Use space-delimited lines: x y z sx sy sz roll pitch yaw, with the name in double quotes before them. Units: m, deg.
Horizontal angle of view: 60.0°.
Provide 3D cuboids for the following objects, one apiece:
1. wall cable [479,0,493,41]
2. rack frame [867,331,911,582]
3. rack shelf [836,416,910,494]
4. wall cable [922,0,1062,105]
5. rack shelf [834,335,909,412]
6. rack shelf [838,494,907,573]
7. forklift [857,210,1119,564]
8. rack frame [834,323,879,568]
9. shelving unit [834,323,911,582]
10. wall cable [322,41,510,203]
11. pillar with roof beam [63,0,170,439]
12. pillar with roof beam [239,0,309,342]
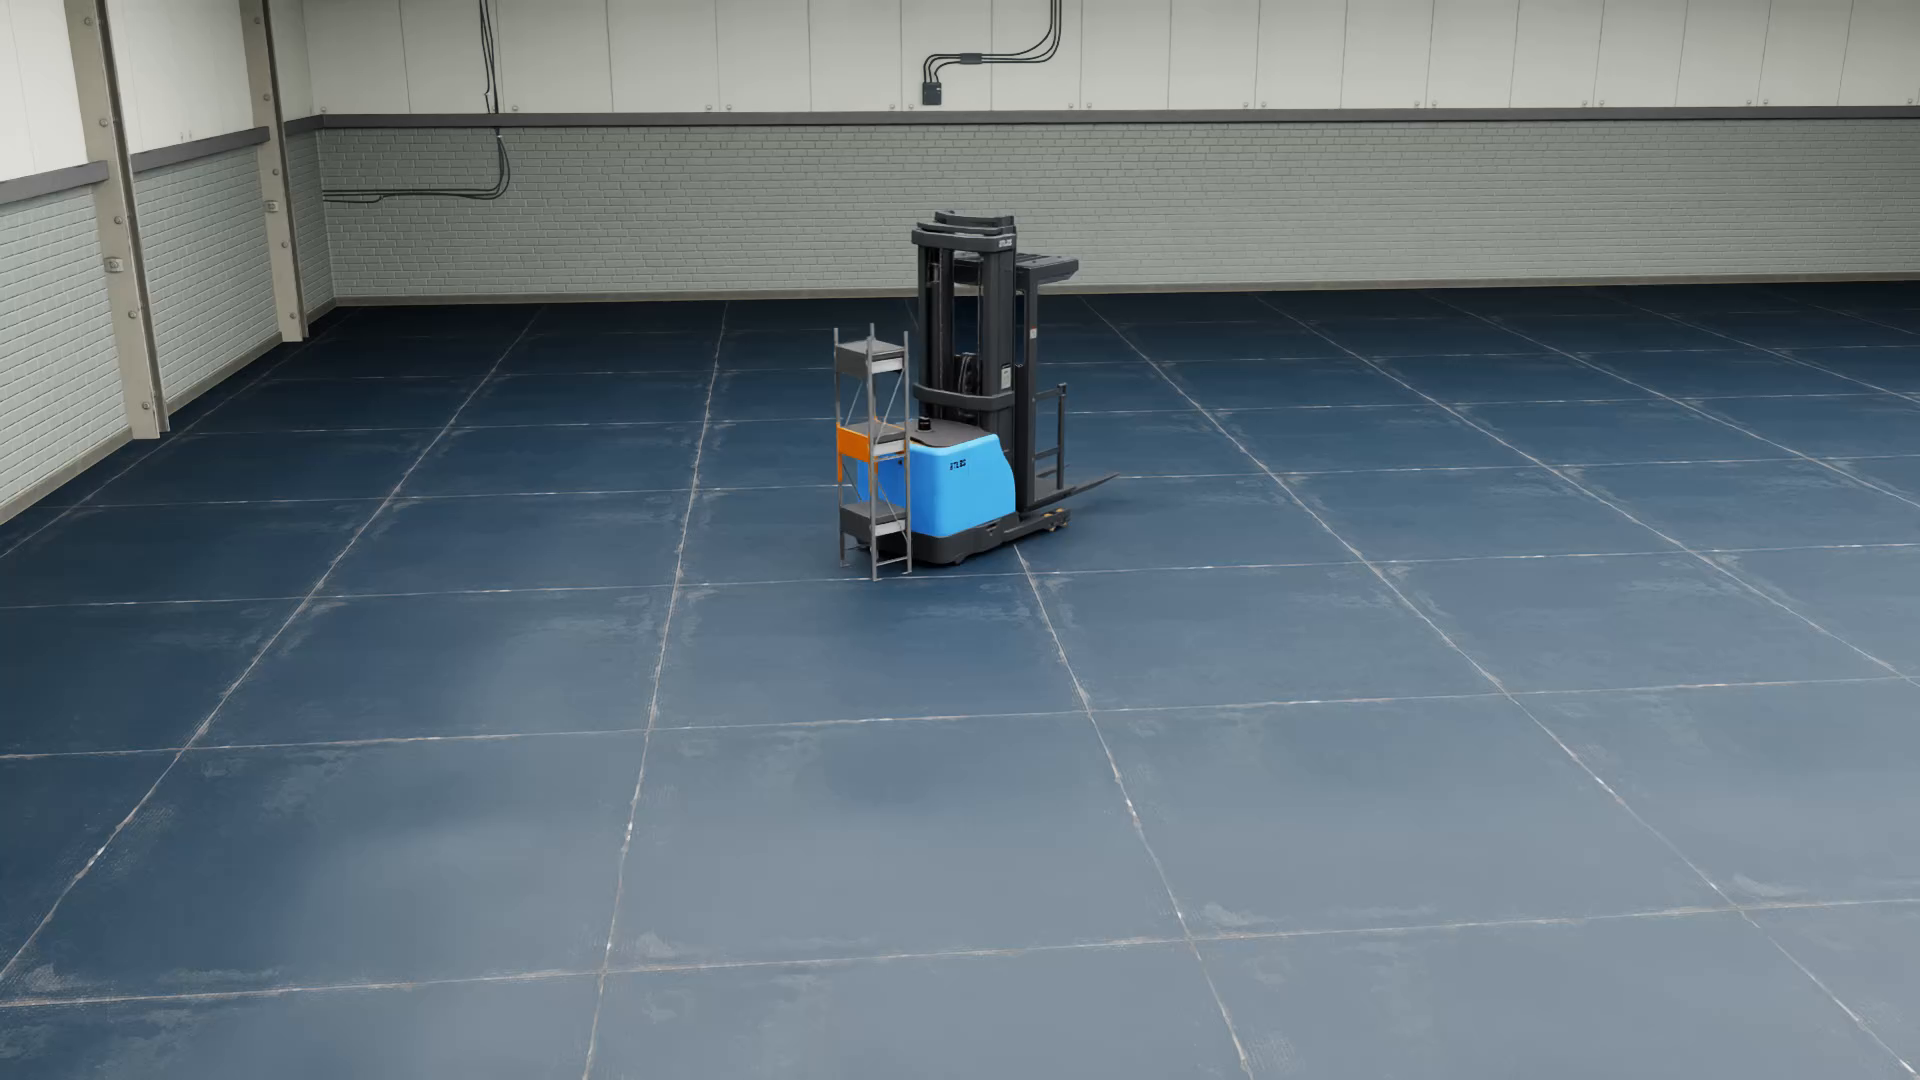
"wall cable" -6.222 -9.222 26.354 3.097 2.526 0.112 -2 18 -6
"rack frame" -0.587 -0.683 13.913 0.400 2.100 0.015 -13 22 -35
"rack shelf" -0.736 -0.727 14.102 0.431 0.518 0.480 -13 22 -35
"wall cable" 0.532 -10.122 26.789 2.305 6.003 0.169 -2 18 -6
"rack shelf" -0.739 -1.395 13.890 0.431 0.518 0.480 -13 22 -35
"rack shelf" -0.732 -0.060 14.313 0.431 0.518 0.480 -13 22 -35
"forklift" 0.385 -1.563 15.336 1.130 2.935 3.031 14 22 37
"rack frame" -0.884 -0.798 14.282 0.400 2.100 0.015 -13 22 -35
"shelving unit" -0.736 -0.740 14.098 0.431 2.100 0.503 -13 22 -35
"wall cable" -8.912 -6.729 26.844 3.097 2.526 0.112 -2 18 -6
"pillar with roof beam" -5.023 -5.637 18.183 9.100 9.000 0.400 -2 18 -6
"pillar with roof beam" -5.642 -7.425 23.877 9.100 9.000 0.400 -2 18 -6
